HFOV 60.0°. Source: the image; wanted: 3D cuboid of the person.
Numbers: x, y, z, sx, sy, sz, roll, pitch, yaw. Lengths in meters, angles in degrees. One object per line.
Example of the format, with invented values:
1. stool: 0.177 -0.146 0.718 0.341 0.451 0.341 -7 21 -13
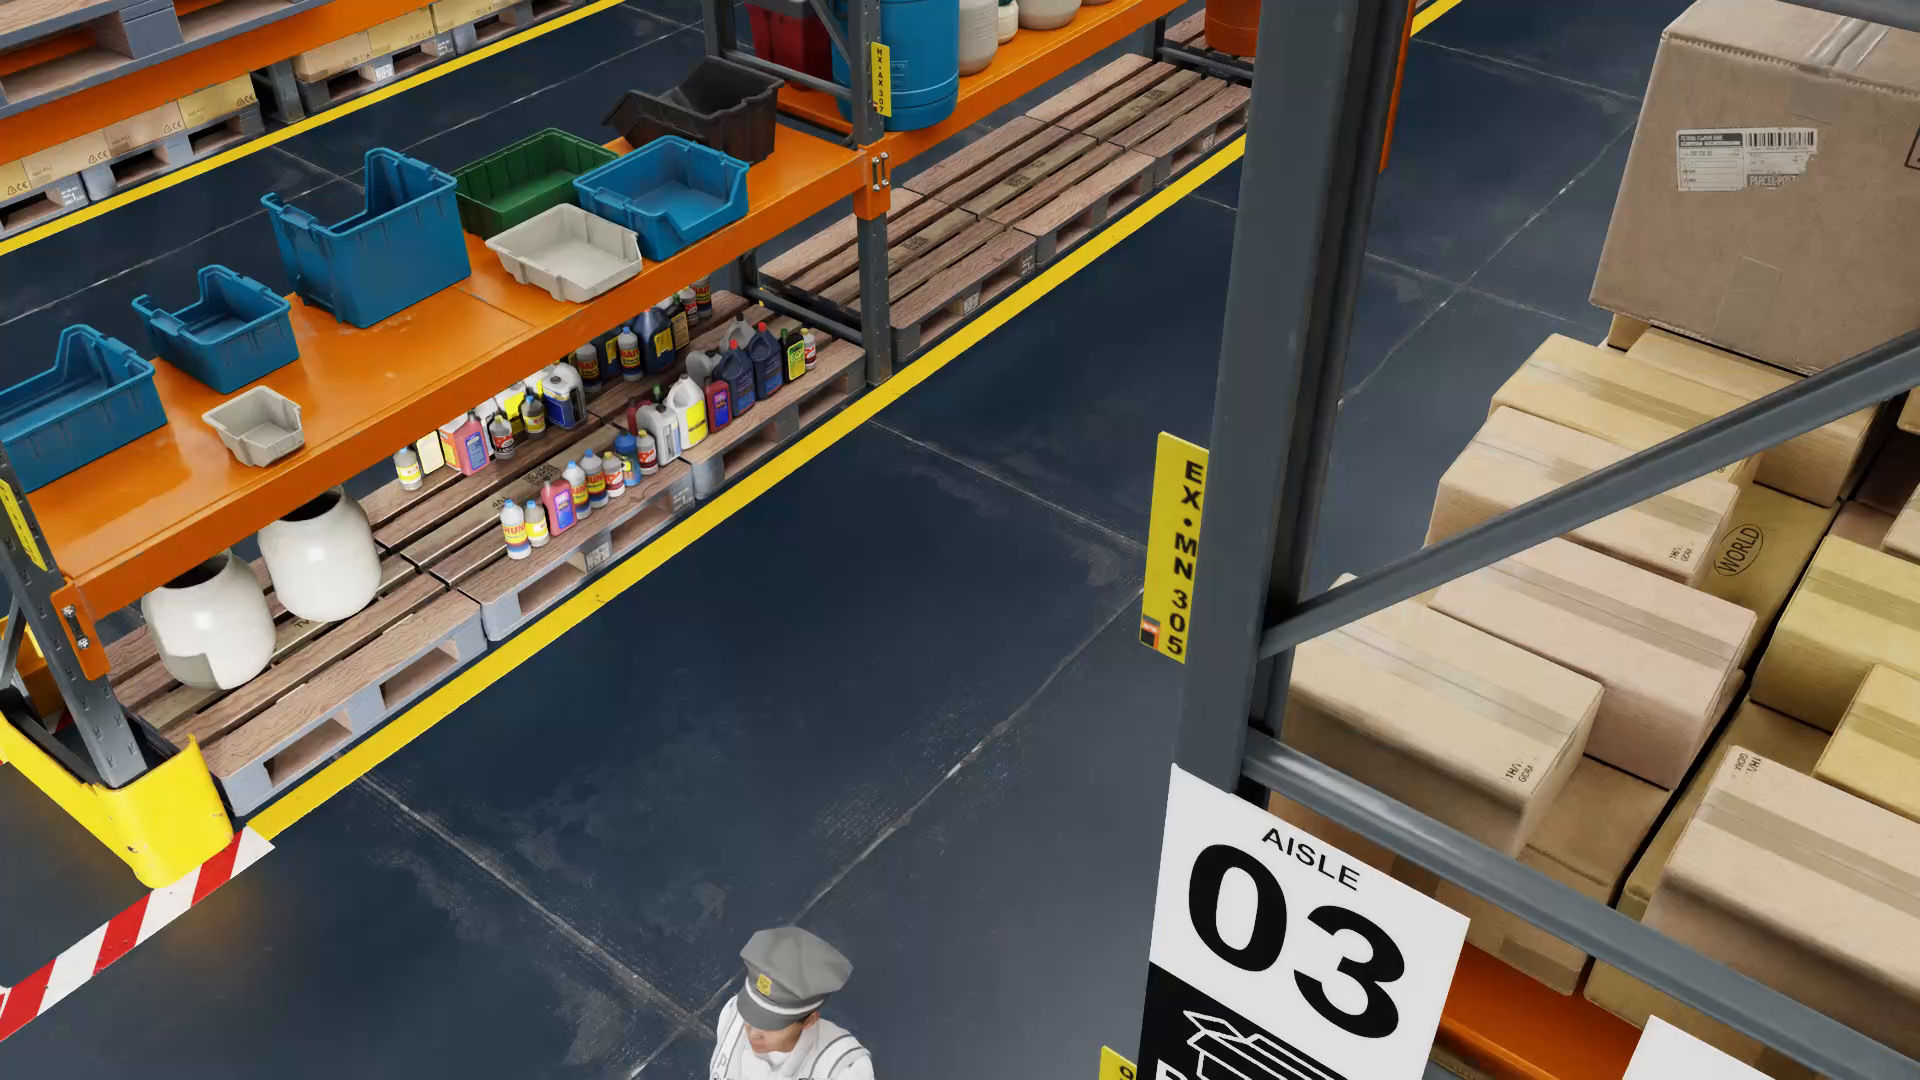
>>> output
1. person: -0.408 1.589 4.170 0.481 1.638 0.998 15 41 18
